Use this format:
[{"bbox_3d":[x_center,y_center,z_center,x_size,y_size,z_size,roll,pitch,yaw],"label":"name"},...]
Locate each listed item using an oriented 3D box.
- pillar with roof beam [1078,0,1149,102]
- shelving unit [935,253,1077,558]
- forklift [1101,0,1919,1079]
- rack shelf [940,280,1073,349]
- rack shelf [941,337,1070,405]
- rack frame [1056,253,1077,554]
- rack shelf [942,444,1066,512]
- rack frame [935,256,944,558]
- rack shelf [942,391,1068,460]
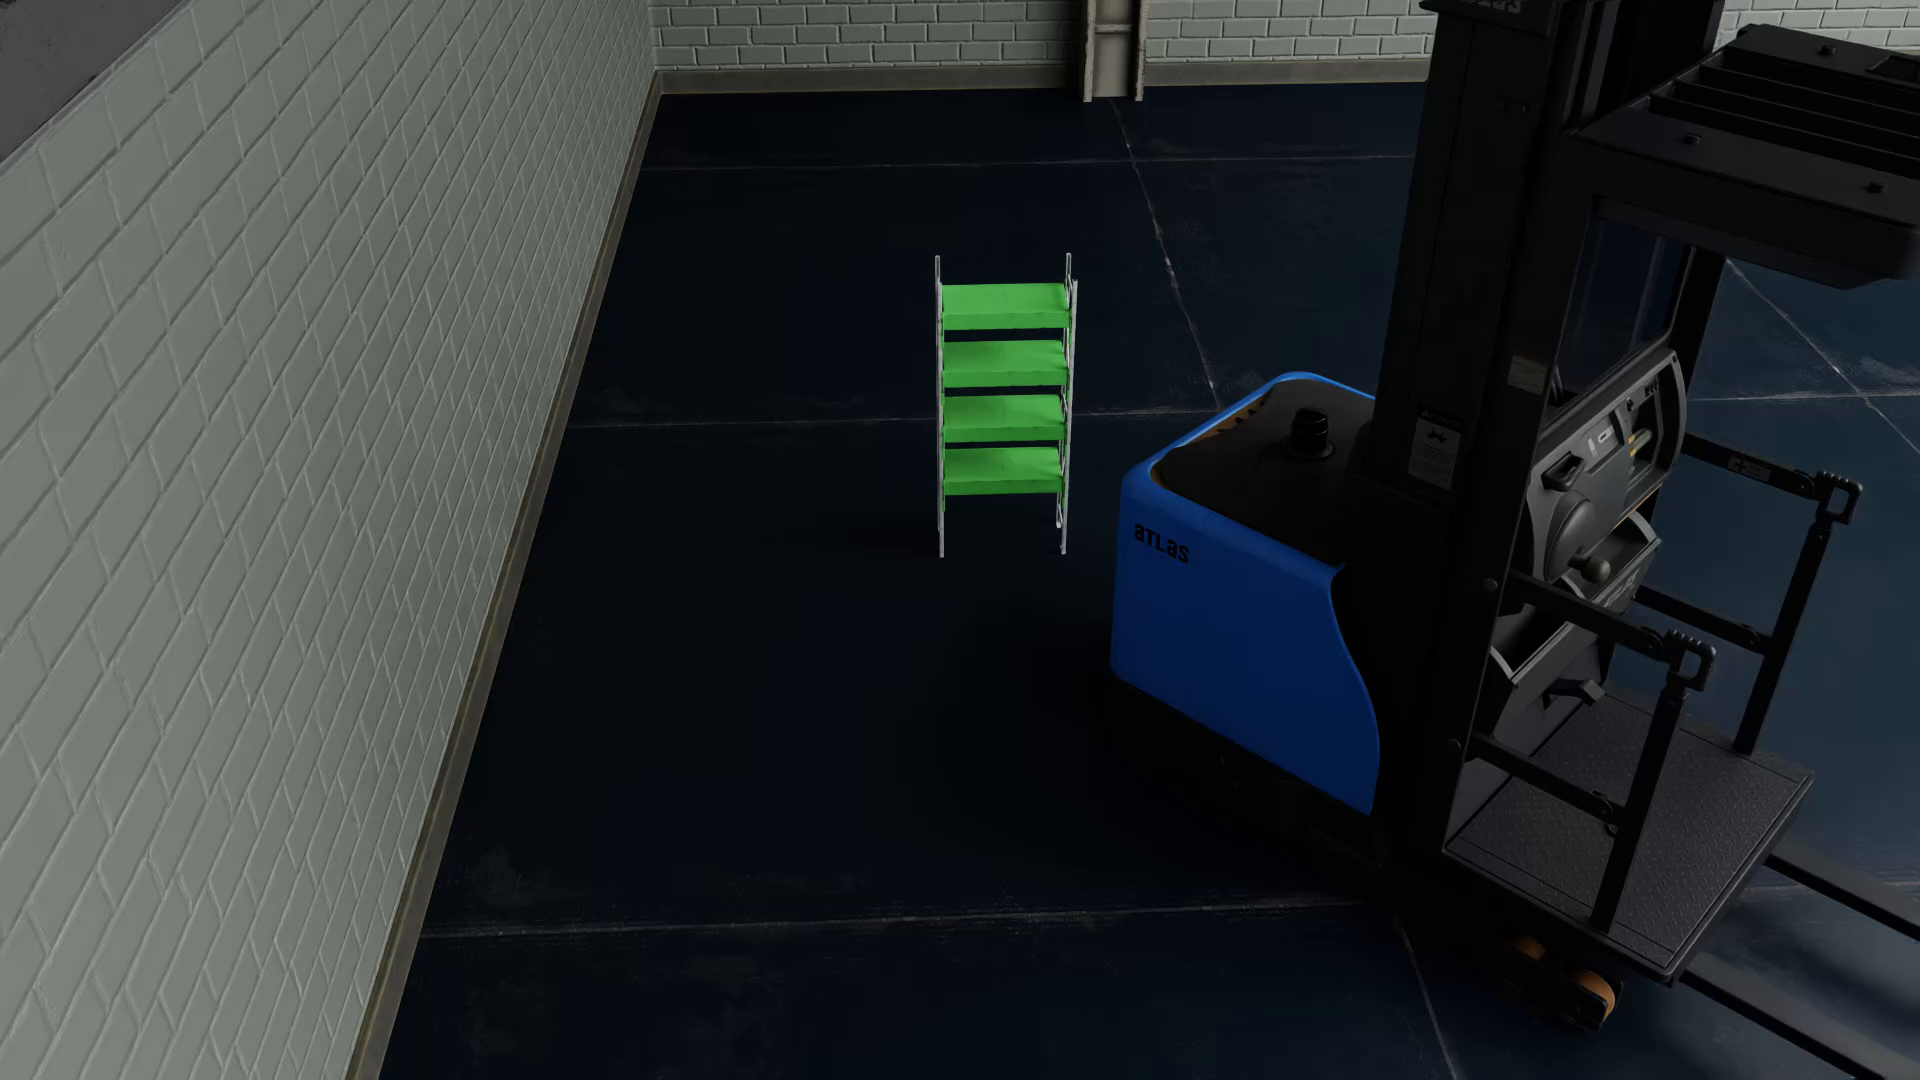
[{"bbox_3d":[1.199,-4.220,4.940,0.400,9.000,9.100,-2,35,-2],"label":"pillar with roof beam"},{"bbox_3d":[0.165,-0.498,6.415,0.503,1.200,0.258,-2,35,-2],"label":"shelving unit"},{"bbox_3d":[1.909,-0.154,4.398,3.031,2.935,1.130,28,43,34],"label":"forklift"},{"bbox_3d":[0.165,-0.840,6.178,0.480,0.148,0.258,-2,35,-2],"label":"rack shelf"},{"bbox_3d":[0.165,-0.643,6.315,0.480,0.148,0.258,-2,35,-2],"label":"rack shelf"},{"bbox_3d":[0.409,-0.504,6.424,0.015,1.200,0.240,-2,35,-2],"label":"rack frame"},{"bbox_3d":[0.165,-0.248,6.588,0.480,0.148,0.258,-2,35,-2],"label":"rack shelf"},{"bbox_3d":[-0.078,-0.491,6.405,0.015,1.200,0.240,-2,35,-2],"label":"rack frame"},{"bbox_3d":[0.165,-0.445,6.451,0.480,0.148,0.258,-2,35,-2],"label":"rack shelf"}]
